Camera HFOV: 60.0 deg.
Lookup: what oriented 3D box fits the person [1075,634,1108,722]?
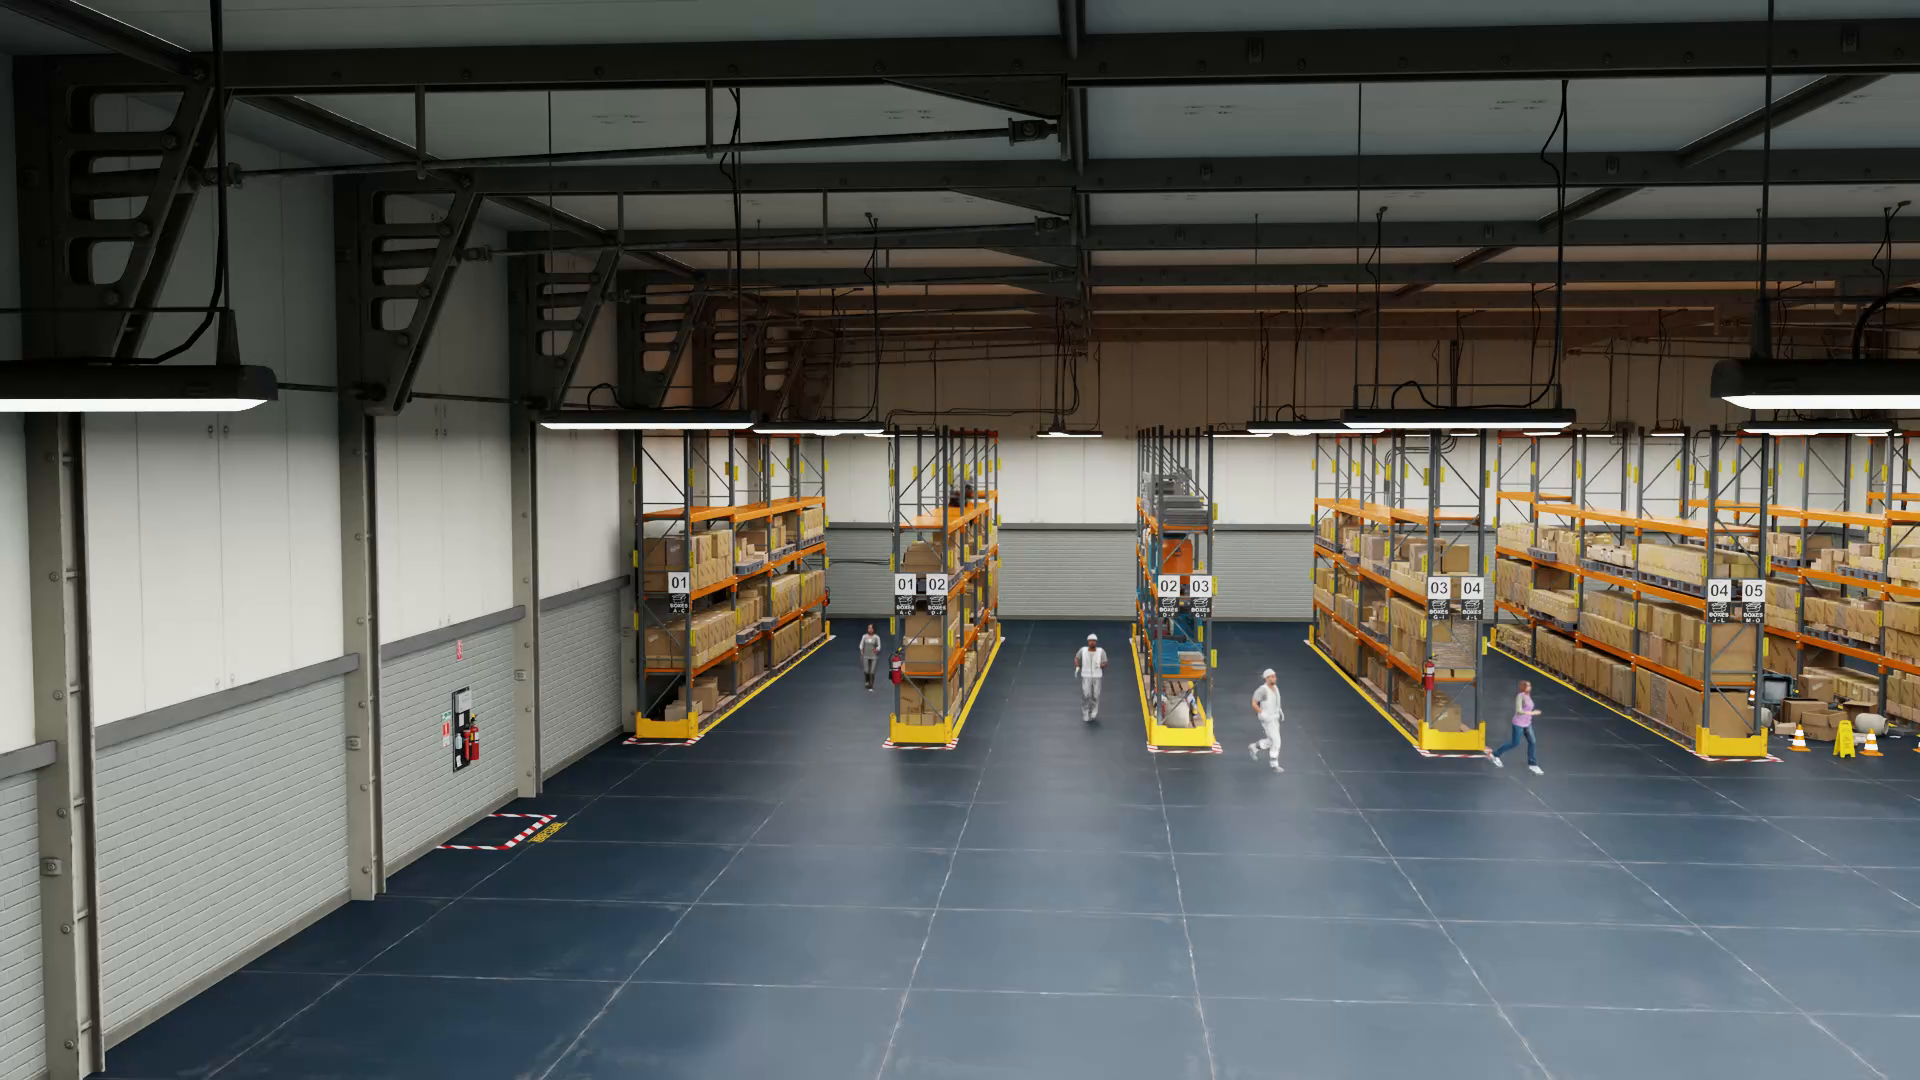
[{"bbox_3d":[2.666,2.804,33.735,0.655,1.786,0.704,0,3,1],"label":"person"}]

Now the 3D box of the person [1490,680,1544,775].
[{"bbox_3d":[9.618,3.204,28.633,0.881,1.608,0.551,3,5,41],"label":"person"}]

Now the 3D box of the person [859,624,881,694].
[{"bbox_3d":[-2.011,2.650,37.018,0.503,1.553,0.476,0,3,1],"label":"person"}]

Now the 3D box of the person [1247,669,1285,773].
[{"bbox_3d":[5.329,3.116,28.905,0.785,1.767,0.692,3,5,41],"label":"person"}]
